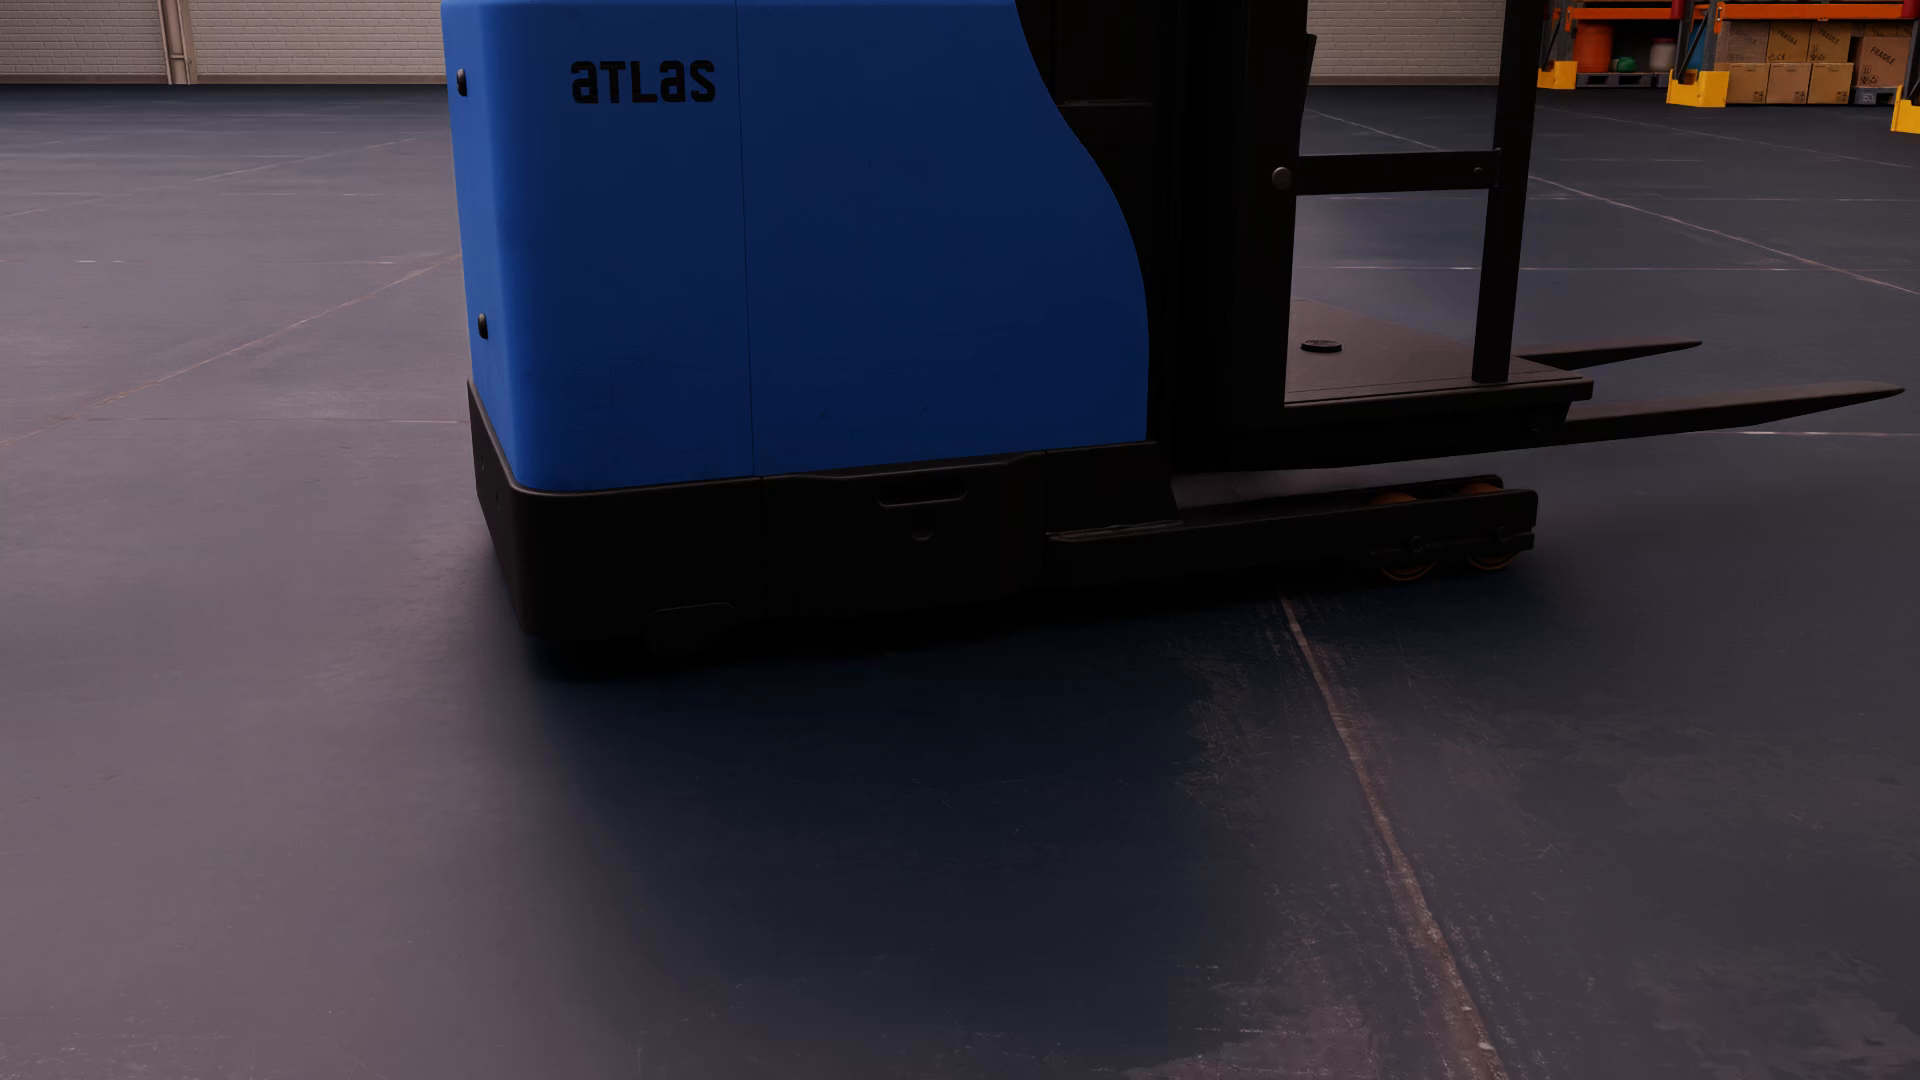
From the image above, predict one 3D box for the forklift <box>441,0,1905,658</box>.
[{"bbox_3d":[0.571,-1.462,3.137,3.031,2.935,1.130,-6,18,-19],"label":"forklift"}]
